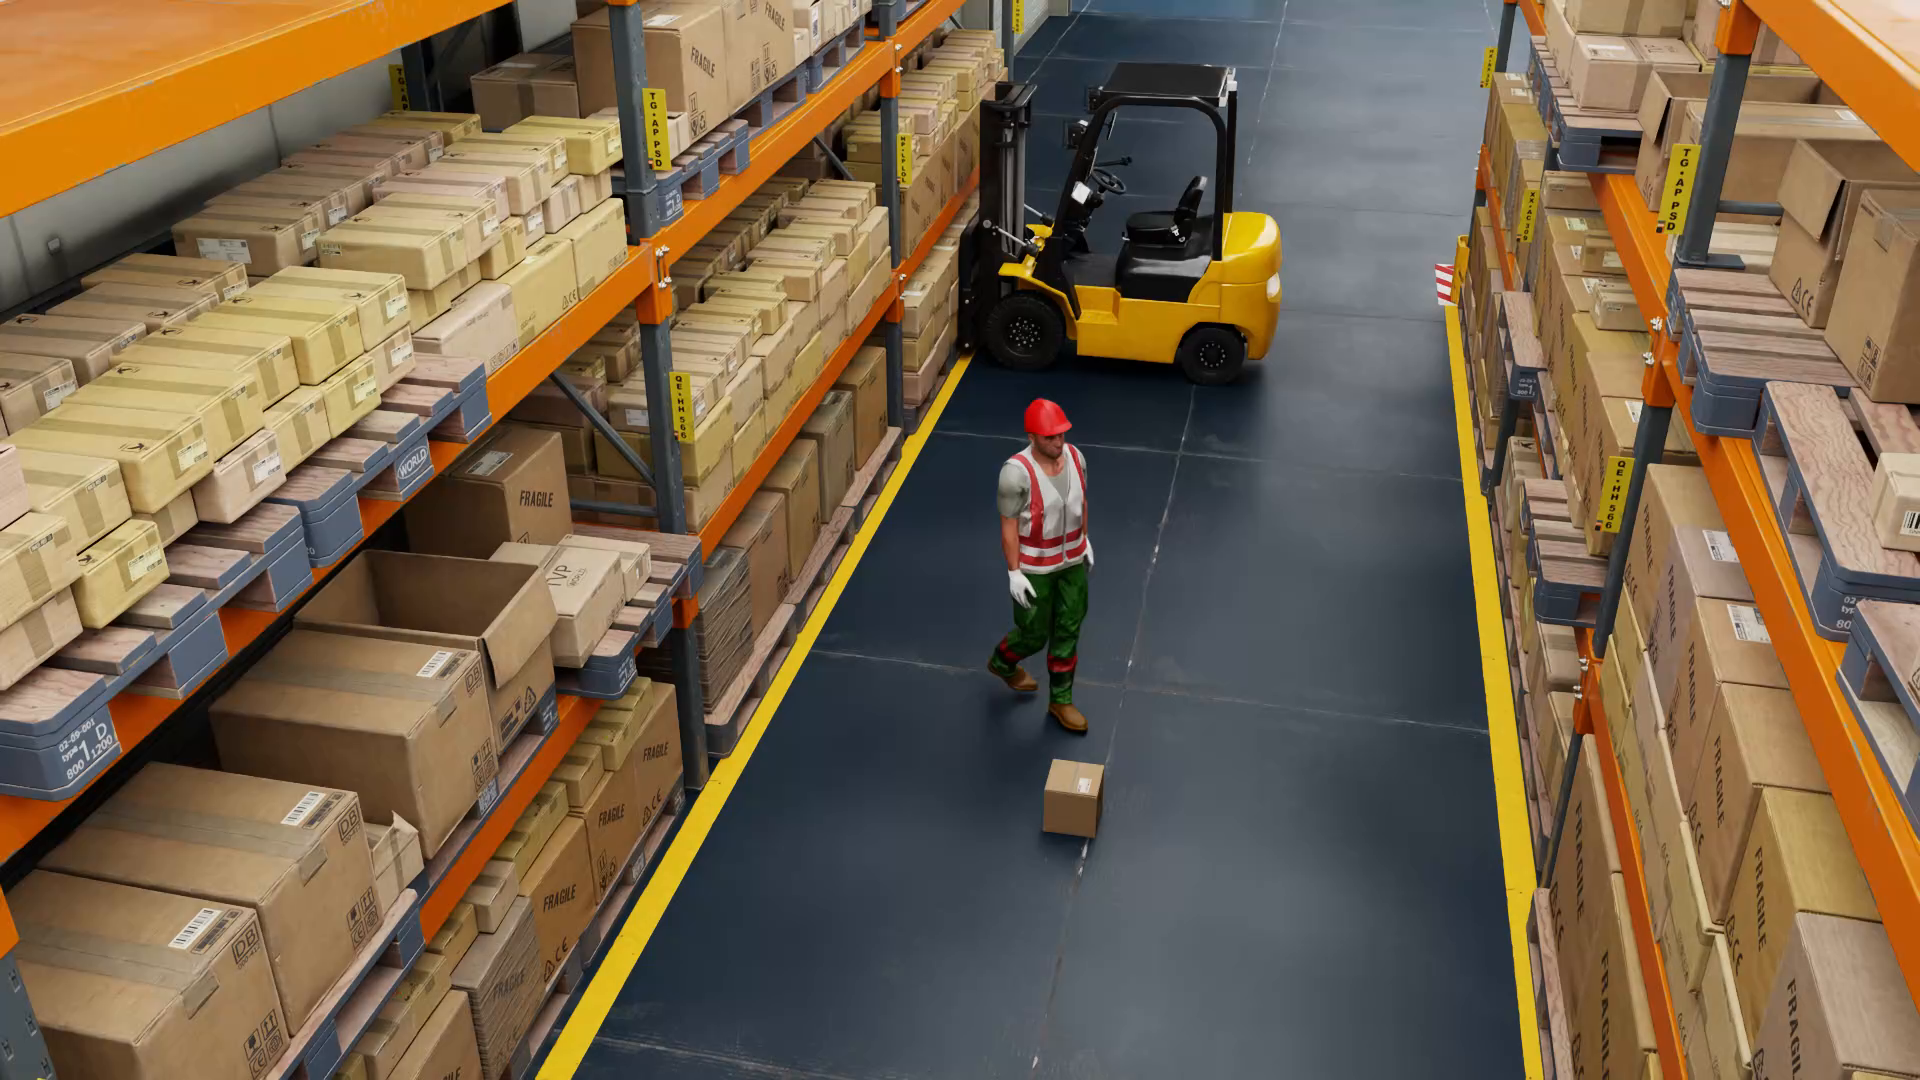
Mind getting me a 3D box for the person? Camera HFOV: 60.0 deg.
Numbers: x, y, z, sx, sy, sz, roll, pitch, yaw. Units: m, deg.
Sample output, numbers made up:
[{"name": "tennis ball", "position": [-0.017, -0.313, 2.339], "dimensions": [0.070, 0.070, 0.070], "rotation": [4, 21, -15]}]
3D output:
[{"name": "person", "position": [0.451, 0.097, 8.411], "dimensions": [0.583, 1.787, 0.662], "rotation": [-17, 33, -28]}]
